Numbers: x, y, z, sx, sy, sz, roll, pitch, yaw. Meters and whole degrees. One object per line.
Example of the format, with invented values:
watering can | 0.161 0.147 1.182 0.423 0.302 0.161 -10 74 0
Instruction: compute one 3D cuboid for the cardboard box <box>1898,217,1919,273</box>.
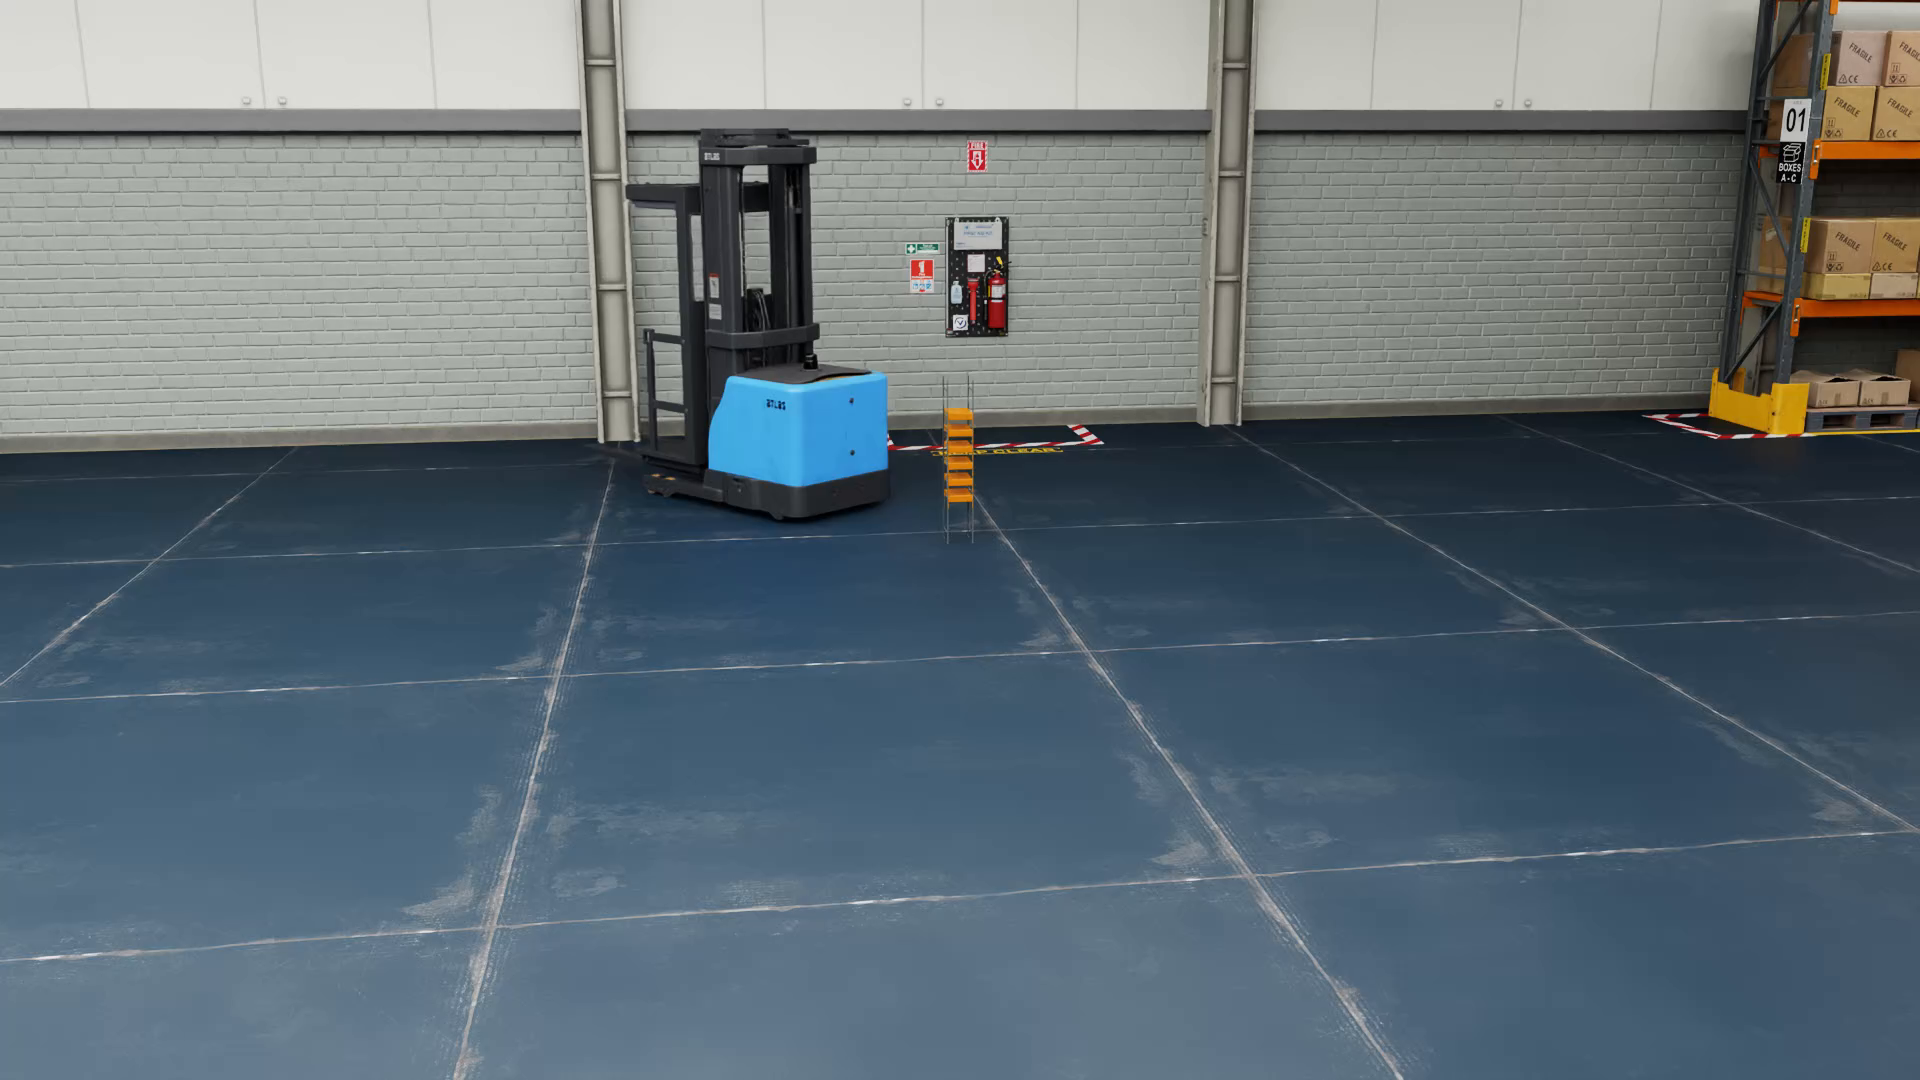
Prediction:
cardboard box | 9.528 -2.909 16.381 0.500 0.500 0.500 -3 14 -10

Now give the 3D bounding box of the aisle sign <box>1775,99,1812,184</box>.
aisle sign | 7.982 -3.817 15.931 0.004 0.787 0.394 -2 14 -8

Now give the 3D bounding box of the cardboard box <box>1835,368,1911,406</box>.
cardboard box | 9.270 -1.564 16.915 0.500 0.311 0.500 -1 14 -4

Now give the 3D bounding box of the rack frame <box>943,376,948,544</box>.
rack frame | -0.105 -0.578 12.061 0.006 1.200 0.240 -2 14 -8

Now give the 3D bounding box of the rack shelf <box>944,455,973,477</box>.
rack shelf | -0.014 -0.538 12.085 0.180 0.103 0.258 -2 14 -8

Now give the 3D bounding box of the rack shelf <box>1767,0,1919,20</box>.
rack shelf | 9.986 -5.262 16.192 4.000 0.370 1.077 -2 14 -8

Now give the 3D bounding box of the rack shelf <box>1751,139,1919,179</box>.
rack shelf | 9.986 -3.809 16.557 4.000 0.370 1.077 -2 14 -8

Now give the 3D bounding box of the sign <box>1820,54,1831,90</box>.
sign | 8.090 -4.379 15.553 0.005 0.325 0.100 -2 14 -8

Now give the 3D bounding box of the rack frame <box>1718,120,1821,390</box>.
rack frame | 8.009 -2.631 16.545 0.127 3.000 1.000 -2 14 -8

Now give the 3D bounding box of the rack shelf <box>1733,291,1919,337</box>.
rack shelf | 9.986 -2.354 16.922 4.000 0.370 1.077 -2 14 -8

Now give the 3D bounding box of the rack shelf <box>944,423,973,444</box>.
rack shelf | -0.014 -0.771 12.026 0.180 0.103 0.258 -2 14 -8

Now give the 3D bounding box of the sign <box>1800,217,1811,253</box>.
sign | 8.090 -2.920 15.919 0.005 0.325 0.100 -2 14 -8

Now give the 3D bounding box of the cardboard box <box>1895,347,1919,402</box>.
cardboard box | 10.003 -1.670 16.950 0.500 0.500 0.700 -3 14 -12

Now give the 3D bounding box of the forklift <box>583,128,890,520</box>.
forklift | -1.982 -1.852 13.580 3.031 2.935 1.130 13 19 41

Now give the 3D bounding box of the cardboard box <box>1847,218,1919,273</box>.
cardboard box | 9.016 -2.892 16.312 0.500 0.500 0.500 -2 14 -8

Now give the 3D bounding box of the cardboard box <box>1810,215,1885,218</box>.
cardboard box | 8.942 -3.015 16.805 0.500 0.500 0.500 -2 14 -8

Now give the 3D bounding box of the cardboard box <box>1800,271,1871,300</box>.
cardboard box | 8.539 -2.509 16.327 0.500 0.250 0.500 -3 14 -10

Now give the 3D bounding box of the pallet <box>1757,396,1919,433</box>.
pallet | 8.892 -1.302 16.979 1.213 0.211 1.003 -2 14 -8

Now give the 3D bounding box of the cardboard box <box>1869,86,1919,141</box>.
cardboard box | 8.913 -4.107 16.017 0.500 0.500 0.500 -1 14 -5

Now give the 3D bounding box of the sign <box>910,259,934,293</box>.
sign | -0.372 -2.588 16.303 0.234 0.329 0.001 -2 14 -8

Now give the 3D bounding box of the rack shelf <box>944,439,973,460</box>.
rack shelf | -0.014 -0.655 12.055 0.180 0.103 0.258 -2 14 -8

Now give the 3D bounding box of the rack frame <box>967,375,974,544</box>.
rack frame | 0.076 -0.585 12.087 0.006 1.200 0.240 -2 14 -8

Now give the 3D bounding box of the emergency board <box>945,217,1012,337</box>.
emergency board | 0.190 -2.566 16.288 0.643 1.169 0.194 -2 14 -8

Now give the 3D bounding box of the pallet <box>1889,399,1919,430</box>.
pallet | 10.096 -1.345 17.152 1.213 0.211 1.003 -2 14 -8

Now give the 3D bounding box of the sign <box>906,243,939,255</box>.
sign | -0.367 -2.843 16.231 0.331 0.109 0.001 -2 14 -8

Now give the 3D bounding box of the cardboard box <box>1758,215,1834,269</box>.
cardboard box | 8.443 -3.000 16.742 0.500 0.500 0.500 -2 14 -9

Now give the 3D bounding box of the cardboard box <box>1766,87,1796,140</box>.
cardboard box | 8.384 -4.220 16.469 0.500 0.500 0.500 -1 14 -4

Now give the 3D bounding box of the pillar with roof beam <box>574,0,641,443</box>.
pillar with roof beam | -2.653 -4.304 10.883 0.400 9.000 9.100 -2 14 -8

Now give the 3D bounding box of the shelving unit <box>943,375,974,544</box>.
shelving unit | -0.014 -0.581 12.074 0.189 1.200 0.258 -2 14 -8

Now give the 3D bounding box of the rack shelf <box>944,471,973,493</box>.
rack shelf | -0.014 -0.422 12.114 0.180 0.103 0.258 -2 14 -8

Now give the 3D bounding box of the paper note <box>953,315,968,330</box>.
paper note | 0.004 -2.149 16.436 0.142 0.148 0.016 -2 14 -8

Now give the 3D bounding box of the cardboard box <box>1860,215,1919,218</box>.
cardboard box | 9.453 -3.035 16.884 0.500 0.500 0.500 -2 14 -10

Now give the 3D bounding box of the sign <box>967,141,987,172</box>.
sign | 0.167 -3.714 16.101 0.199 0.298 0.001 -2 14 -8

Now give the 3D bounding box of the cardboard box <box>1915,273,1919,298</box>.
cardboard box | 9.555 -2.548 16.483 0.500 0.250 0.500 -2 14 -9

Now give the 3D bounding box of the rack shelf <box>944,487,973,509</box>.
rack shelf | -0.014 -0.306 12.143 0.180 0.103 0.258 -2 14 -8

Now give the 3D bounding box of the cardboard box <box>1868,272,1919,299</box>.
cardboard box | 9.050 -2.531 16.416 0.500 0.250 0.500 -3 14 -10

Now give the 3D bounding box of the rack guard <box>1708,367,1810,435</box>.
rack guard | 8.084 -1.421 16.860 0.348 0.500 1.175 -2 14 -8

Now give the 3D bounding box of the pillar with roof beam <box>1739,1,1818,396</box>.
pillar with roof beam | 9.213 -4.738 12.617 0.400 9.000 9.100 -2 14 -8

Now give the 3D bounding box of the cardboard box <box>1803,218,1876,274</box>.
cardboard box | 8.526 -2.876 16.250 0.500 0.500 0.500 -2 14 -8

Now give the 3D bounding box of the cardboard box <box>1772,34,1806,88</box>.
cardboard box | 8.396 -4.707 16.357 0.500 0.500 0.500 -1 14 -6

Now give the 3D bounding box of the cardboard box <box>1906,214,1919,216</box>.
cardboard box | 9.951 -3.053 16.957 0.500 0.500 0.500 -2 14 -8

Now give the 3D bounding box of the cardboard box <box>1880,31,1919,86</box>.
cardboard box | 8.929 -4.590 15.891 0.500 0.500 0.500 -2 14 -9

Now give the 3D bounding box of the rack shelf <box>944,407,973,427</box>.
rack shelf | -0.014 -0.888 11.997 0.180 0.103 0.258 -2 14 -8

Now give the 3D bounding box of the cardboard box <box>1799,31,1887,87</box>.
cardboard box | 8.426 -4.584 15.867 0.500 0.500 0.500 -3 14 -12

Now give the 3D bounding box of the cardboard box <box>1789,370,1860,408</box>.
cardboard box | 8.706 -1.543 16.832 0.500 0.311 0.500 -4 15 -15

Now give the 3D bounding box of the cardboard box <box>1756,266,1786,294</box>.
cardboard box | 8.442 -2.631 16.814 0.500 0.250 0.500 -2 14 -7

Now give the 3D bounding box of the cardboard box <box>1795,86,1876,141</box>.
cardboard box | 8.377 -4.096 15.974 0.500 0.500 0.500 -2 14 -7

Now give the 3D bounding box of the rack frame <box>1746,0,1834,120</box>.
rack frame | 8.009 -5.541 15.815 0.127 3.000 1.000 -2 14 -8

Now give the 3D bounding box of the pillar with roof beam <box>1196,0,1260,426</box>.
pillar with roof beam | 3.280 -4.521 11.750 0.400 9.000 9.100 -2 14 -8
